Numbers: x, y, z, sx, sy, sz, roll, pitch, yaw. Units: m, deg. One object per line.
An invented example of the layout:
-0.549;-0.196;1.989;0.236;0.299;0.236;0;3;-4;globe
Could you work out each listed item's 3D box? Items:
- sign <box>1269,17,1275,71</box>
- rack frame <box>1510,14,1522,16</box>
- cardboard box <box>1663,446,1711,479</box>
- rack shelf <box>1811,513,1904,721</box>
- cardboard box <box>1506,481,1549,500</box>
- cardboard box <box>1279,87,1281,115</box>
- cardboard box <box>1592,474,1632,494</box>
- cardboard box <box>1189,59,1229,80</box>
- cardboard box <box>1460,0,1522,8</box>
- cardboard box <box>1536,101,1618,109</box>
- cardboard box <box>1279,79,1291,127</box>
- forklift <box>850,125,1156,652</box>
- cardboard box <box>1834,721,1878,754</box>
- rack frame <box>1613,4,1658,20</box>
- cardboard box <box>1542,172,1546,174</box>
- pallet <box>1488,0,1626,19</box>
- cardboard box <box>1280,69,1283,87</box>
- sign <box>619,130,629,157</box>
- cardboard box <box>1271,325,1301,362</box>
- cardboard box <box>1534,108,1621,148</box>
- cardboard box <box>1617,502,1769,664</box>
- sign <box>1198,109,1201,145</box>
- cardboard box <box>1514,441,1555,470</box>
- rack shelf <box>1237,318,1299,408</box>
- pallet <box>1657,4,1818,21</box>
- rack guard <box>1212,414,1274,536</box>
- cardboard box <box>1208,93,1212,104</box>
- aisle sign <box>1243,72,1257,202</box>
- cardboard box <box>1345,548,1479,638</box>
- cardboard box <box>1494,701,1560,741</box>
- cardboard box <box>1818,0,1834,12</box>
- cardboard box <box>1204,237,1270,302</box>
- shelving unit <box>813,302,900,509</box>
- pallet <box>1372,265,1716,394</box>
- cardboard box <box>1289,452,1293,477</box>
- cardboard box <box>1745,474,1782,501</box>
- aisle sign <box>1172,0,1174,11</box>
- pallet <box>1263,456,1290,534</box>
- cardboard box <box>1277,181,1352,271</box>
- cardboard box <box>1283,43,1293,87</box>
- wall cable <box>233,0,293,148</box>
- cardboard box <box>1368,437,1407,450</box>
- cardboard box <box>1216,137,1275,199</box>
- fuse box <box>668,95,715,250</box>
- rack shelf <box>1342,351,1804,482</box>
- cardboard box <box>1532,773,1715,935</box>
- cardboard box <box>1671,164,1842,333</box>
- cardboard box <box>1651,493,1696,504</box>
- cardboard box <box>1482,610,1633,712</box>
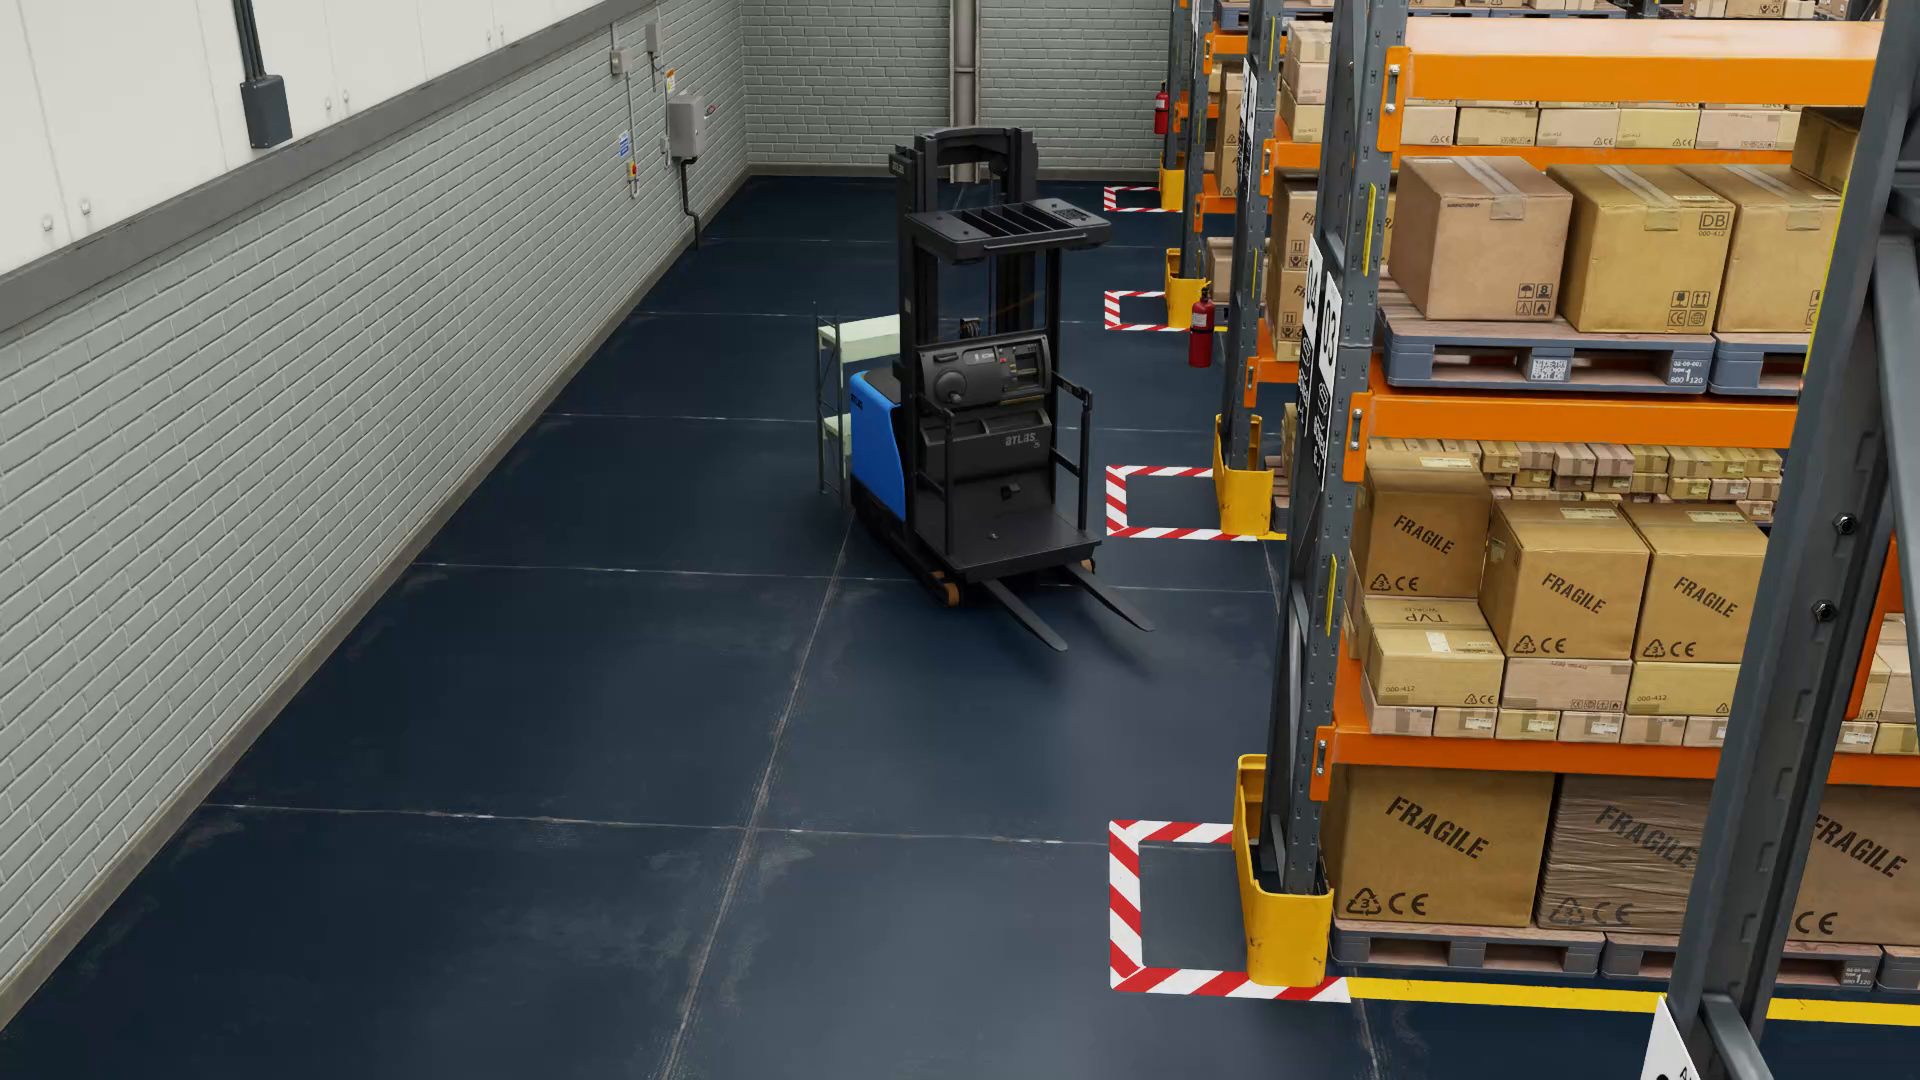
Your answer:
1.993;-3.175;10.638;0.005;0.325;0.100;2;25;4;sign
6.677;-5.648;20.648;0.127;3.000;1.000;2;25;4;rack frame
5.142;-0.579;11.827;0.250;0.149;0.380;2;25;4;cardboard box
3.169;0.334;1.808;4.000;0.370;1.077;2;25;4;rack shelf
4.076;-0.343;12.026;0.250;0.149;0.380;2;25;4;cardboard box
3.285;-4.059;15.879;0.500;0.500;0.500;1;25;3;cardboard box
4.647;-0.475;11.958;0.250;0.149;0.380;2;25;5;cardboard box
3.168;-5.939;21.104;0.500;0.250;0.500;3;25;6;cardboard box
4.954;-5.255;15.459;0.637;0.503;0.797;4;25;8;cardboard box
3.980;-2.987;10.858;0.500;0.250;0.500;1;25;2;cardboard box
2.508;-3.031;11.552;0.500;0.250;0.500;1;25;3;cardboard box
0.265;-1.093;10.831;1.130;2.935;3.031;-11;27;-23;forklift
3.678;0.742;7.060;0.250;0.149;0.380;2;25;5;cardboard box
6.301;-3.579;16.152;0.127;3.000;1.000;2;25;4;rack frame
4.062;-2.320;11.744;0.500;0.500;0.500;1;25;2;cardboard box
5.486;-4.932;15.610;1.213;0.211;1.003;2;25;4;pallet
3.163;-4.340;15.713;0.250;0.149;0.380;3;25;6;cardboard box
-3.376;-3.983;16.705;0.001;0.218;0.327;2;25;4;sign
2.333;-1.380;11.672;0.250;0.149;0.380;2;25;4;cardboard box
4.016;-2.764;10.971;0.500;0.250;0.500;2;25;4;cardboard box
3.028;0.173;6.923;0.500;0.500;0.500;1;25;3;cardboard box
2.264;-3.906;15.730;0.005;0.325;0.100;2;25;4;sign
4.103;-0.647;11.975;0.250;0.149;0.380;2;25;4;cardboard box
4.029;-1.250;11.951;4.000;0.370;1.077;2;25;4;rack shelf
7.219;-4.846;15.546;1.217;0.209;0.805;1;25;2;pallet
2.110;-0.503;12.457;0.348;0.500;1.175;2;25;4;rack guard
2.996;-5.537;20.707;0.250;0.149;0.380;2;25;4;cardboard box
1.939;-2.699;11.129;0.004;0.787;0.394;2;25;4;aisle sign
2.058;0.261;7.630;0.500;0.250;0.500;1;25;3;cardboard box
2.394;0.702;7.149;0.250;0.149;0.380;1;25;3;cardboard box
8.198;-5.029;15.490;0.250;0.166;0.380;4;25;8;cardboard box
2.979;-2.755;16.922;0.875;0.438;0.875;1;25;2;cardboard box
-0.651;-1.065;12.481;0.755;1.500;0.431;-14;28;-27;shelving unit
2.295;-0.880;6.803;1.213;0.211;1.003;2;25;4;pallet
2.537;-0.548;12.116;0.250;0.149;0.380;3;25;6;cardboard box
5.685;-0.421;11.841;0.250;0.149;0.380;2;25;5;cardboard box
2.599;-6.837;20.122;0.004;0.787;0.394;2;25;4;aisle sign
2.918;-0.331;12.428;1.213;0.211;1.003;2;25;4;pallet
2.462;-2.151;11.376;0.500;0.500;0.500;2;25;4;cardboard box
2.513;-3.254;11.438;0.500;0.250;0.500;1;25;2;cardboard box
-3.820;-5.381;9.042;0.120;5.999;2.277;2;25;4;wall cable
3.057;-0.628;11.935;0.250;0.149;0.380;2;25;4;cardboard box
2.769;-3.618;16.116;0.500;0.500;0.500;2;25;4;cardboard box
-3.005;-4.164;18.963;0.414;1.711;0.539;2;25;4;fuse box
3.548;-0.549;6.838;4.000;0.370;1.077;2;25;4;rack shelf
3.106;1.214;7.775;0.875;0.875;0.875;2;25;4;cardboard box
3.148;-1.162;6.569;0.500;0.500;0.700;0;25;0;cardboard box
5.085;-0.304;11.942;0.250;0.149;0.380;1;25;2;cardboard box
2.531;0.498;7.115;0.500;0.250;0.500;2;25;3;cardboard box
